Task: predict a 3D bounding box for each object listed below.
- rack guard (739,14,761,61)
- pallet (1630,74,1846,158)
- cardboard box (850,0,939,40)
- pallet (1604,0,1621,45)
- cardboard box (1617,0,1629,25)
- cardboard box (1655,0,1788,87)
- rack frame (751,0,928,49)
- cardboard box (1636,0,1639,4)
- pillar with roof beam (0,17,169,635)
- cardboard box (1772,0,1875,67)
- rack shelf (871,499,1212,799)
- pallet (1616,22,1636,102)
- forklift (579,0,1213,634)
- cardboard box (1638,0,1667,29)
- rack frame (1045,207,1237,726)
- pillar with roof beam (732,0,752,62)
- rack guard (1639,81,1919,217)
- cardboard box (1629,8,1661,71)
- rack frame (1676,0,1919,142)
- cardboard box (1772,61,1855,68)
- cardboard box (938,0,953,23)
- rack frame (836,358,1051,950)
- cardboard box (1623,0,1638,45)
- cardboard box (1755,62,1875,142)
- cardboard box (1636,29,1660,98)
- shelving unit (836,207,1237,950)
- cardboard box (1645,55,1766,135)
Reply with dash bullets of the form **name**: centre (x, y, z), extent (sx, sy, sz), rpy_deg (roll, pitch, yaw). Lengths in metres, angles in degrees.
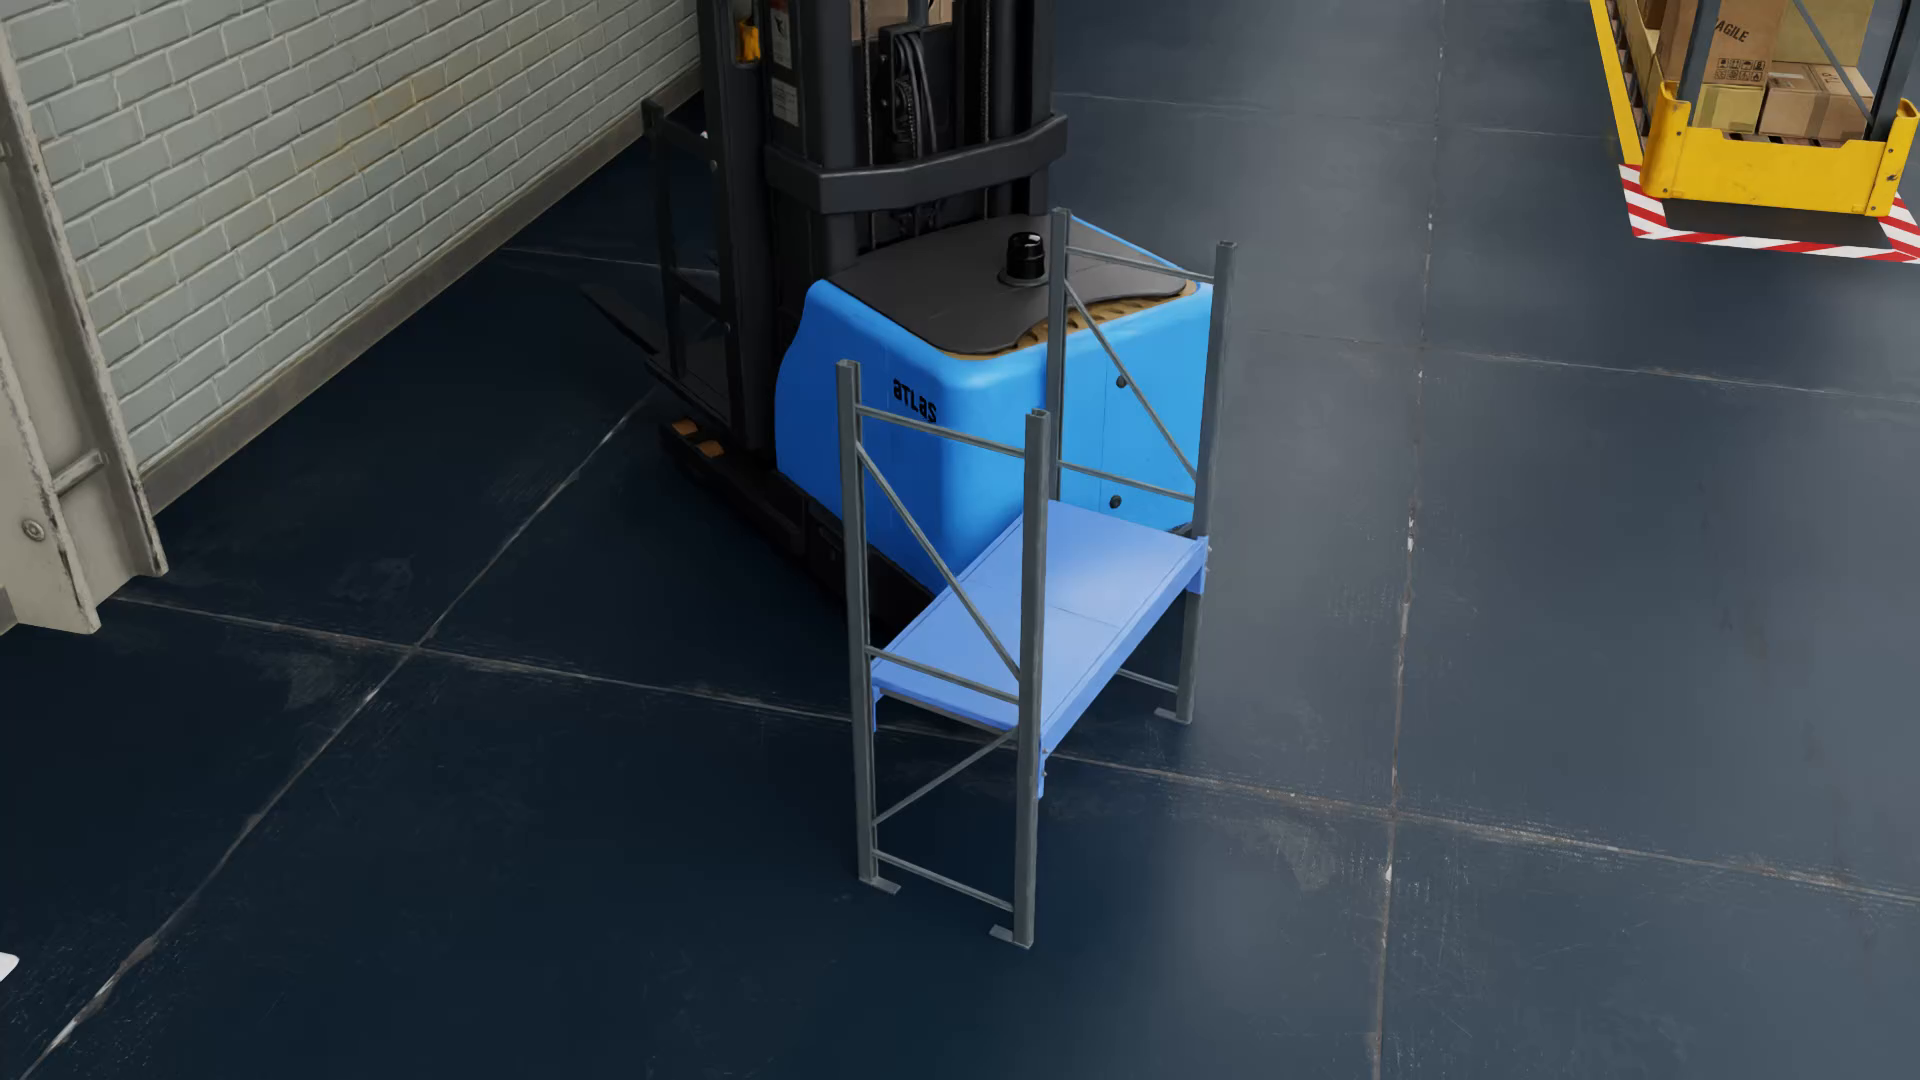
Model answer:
- **rack guard**: centre (-0.656, -2.706, 9.540), extent (1.175, 0.500, 0.348), rpy_deg (8, 33, 12)
- **pallet**: centre (4.271, -2.274, 9.131), extent (1.003, 0.211, 1.213), rpy_deg (8, 33, 12)
- **cardboard box**: centre (-0.413, -3.119, 9.956), extent (0.500, 0.311, 0.500), rpy_deg (4, 33, 7)
- **pallet**: centre (4.890, -3.541, 11.122), extent (1.003, 0.211, 1.213), rpy_deg (8, 33, 12)
- **cardboard box**: centre (4.458, -3.424, 10.512), extent (0.500, 0.250, 0.500), rpy_deg (8, 33, 12)
- **cardboard box**: centre (3.965, -2.701, 8.675), extent (0.500, 0.500, 0.500), rpy_deg (8, 33, 12)
- **rack frame**: centre (-0.675, -3.721, 8.807), extent (1.000, 3.000, 0.127), rpy_deg (8, 33, 12)
- **cardboard box**: centre (4.333, -3.481, 9.902), extent (0.500, 0.500, 0.500), rpy_deg (8, 33, 12)
- **pillar with roof beam**: centre (1.307, -3.034, 2.135), extent (9.100, 9.000, 0.400), rpy_deg (8, 33, 12)
- **cardboard box**: centre (4.593, -2.890, 8.972), extent (0.500, 0.500, 0.500), rpy_deg (8, 33, 12)
- **rack shelf**: centre (0.210, 0.231, 4.325), extent (0.538, 0.185, 1.000), rpy_deg (17, 36, 25)
- **pallet**: centre (4.582, -2.905, 10.123), extent (1.003, 0.211, 1.213), rpy_deg (8, 33, 12)
- **forklift**: centre (-0.458, -1.569, 5.485), extent (1.130, 2.935, 3.031), rpy_deg (-21, 38, -29)
- **cardboard box**: centre (4.205, -3.222, 9.494), extent (0.500, 0.500, 0.500), rpy_deg (8, 33, 12)
- **rack frame**: centre (0.461, -0.158, 4.601), extent (0.500, 1.500, 0.032), rpy_deg (17, 36, 25)
- **pillar with roof beam**: centre (2.830, -6.148, 7.032), extent (9.100, 9.000, 0.400), rpy_deg (8, 33, 12)
- **rack guard**: centre (4.111, -1.981, 8.400), extent (1.175, 0.500, 0.348), rpy_deg (8, 33, 12)
- **cardboard box**: centre (4.208, -2.905, 9.695), extent (0.500, 0.250, 0.500), rpy_deg (8, 33, 12)
- **rack frame**: centre (4.117, -3.048, 7.749), extent (1.000, 3.000, 0.127), rpy_deg (8, 33, 12)
- **cardboard box**: centre (4.592, -2.573, 9.173), extent (0.500, 0.250, 0.500), rpy_deg (8, 33, 12)
- **cardboard box**: centre (-0.268, -3.415, 10.421), extent (0.500, 0.311, 0.500), rpy_deg (11, 34, 16)
- **rack frame**: centre (-0.040, 0.316, 3.855), extent (0.500, 1.500, 0.032), rpy_deg (17, 36, 25)
- **cardboard box**: centre (4.337, -3.164, 10.102), extent (0.500, 0.250, 0.500), rpy_deg (8, 33, 12)
- **cardboard box**: centre (4.468, -2.313, 8.764), extent (0.500, 0.250, 0.500), rpy_deg (8, 33, 12)
- **cardboard box**: centre (4.083, -2.645, 9.286), extent (0.500, 0.250, 0.500), rpy_deg (8, 33, 12)
- **shelving unit**: centre (0.210, 0.079, 4.228), extent (0.538, 1.500, 1.048), rpy_deg (17, 36, 25)
- **cardboard box**: centre (3.967, -2.384, 8.875), extent (0.500, 0.250, 0.500), rpy_deg (8, 33, 12)
